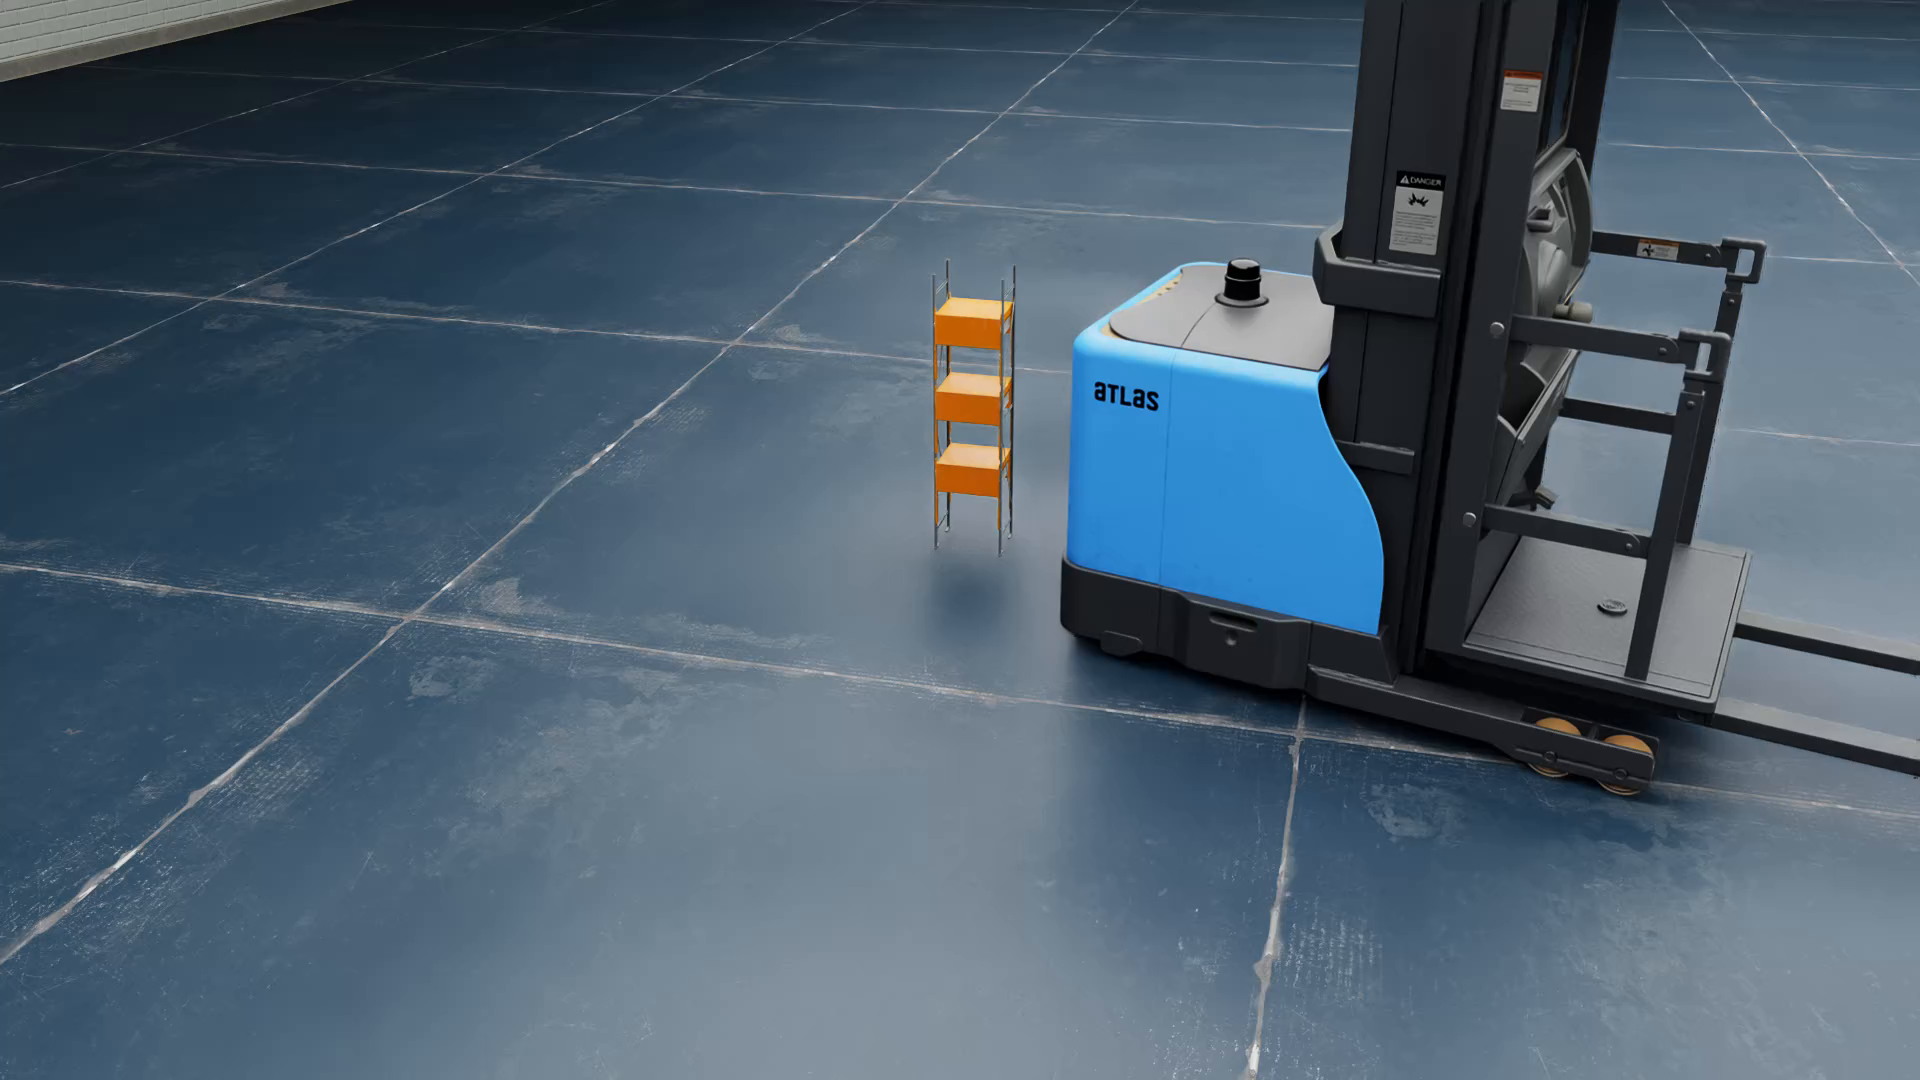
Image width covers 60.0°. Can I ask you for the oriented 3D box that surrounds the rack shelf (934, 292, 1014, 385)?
[{"bbox_3d":[0.052,-0.715,5.895,0.240,0.259,0.215,6,26,13],"label":"rack shelf"}]

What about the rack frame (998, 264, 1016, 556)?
[{"bbox_3d":[0.170,-0.455,5.985,0.008,1.050,0.200,6,26,13],"label":"rack frame"}]

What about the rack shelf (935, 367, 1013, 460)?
[{"bbox_3d":[0.052,-0.459,6.017,0.240,0.259,0.215,6,26,13],"label":"rack shelf"}]

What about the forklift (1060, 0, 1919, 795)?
[{"bbox_3d":[1.876,-0.860,4.646,3.031,2.935,1.130,13,28,25],"label":"forklift"}]

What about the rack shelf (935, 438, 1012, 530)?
[{"bbox_3d":[0.052,-0.208,6.136,0.240,0.259,0.215,6,26,13],"label":"rack shelf"}]

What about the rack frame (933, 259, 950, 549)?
[{"bbox_3d":[-0.066,-0.481,6.040,0.008,1.050,0.200,6,26,13],"label":"rack frame"}]

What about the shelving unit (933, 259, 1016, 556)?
[{"bbox_3d":[0.052,-0.468,6.012,0.252,1.050,0.215,6,26,13],"label":"shelving unit"}]
